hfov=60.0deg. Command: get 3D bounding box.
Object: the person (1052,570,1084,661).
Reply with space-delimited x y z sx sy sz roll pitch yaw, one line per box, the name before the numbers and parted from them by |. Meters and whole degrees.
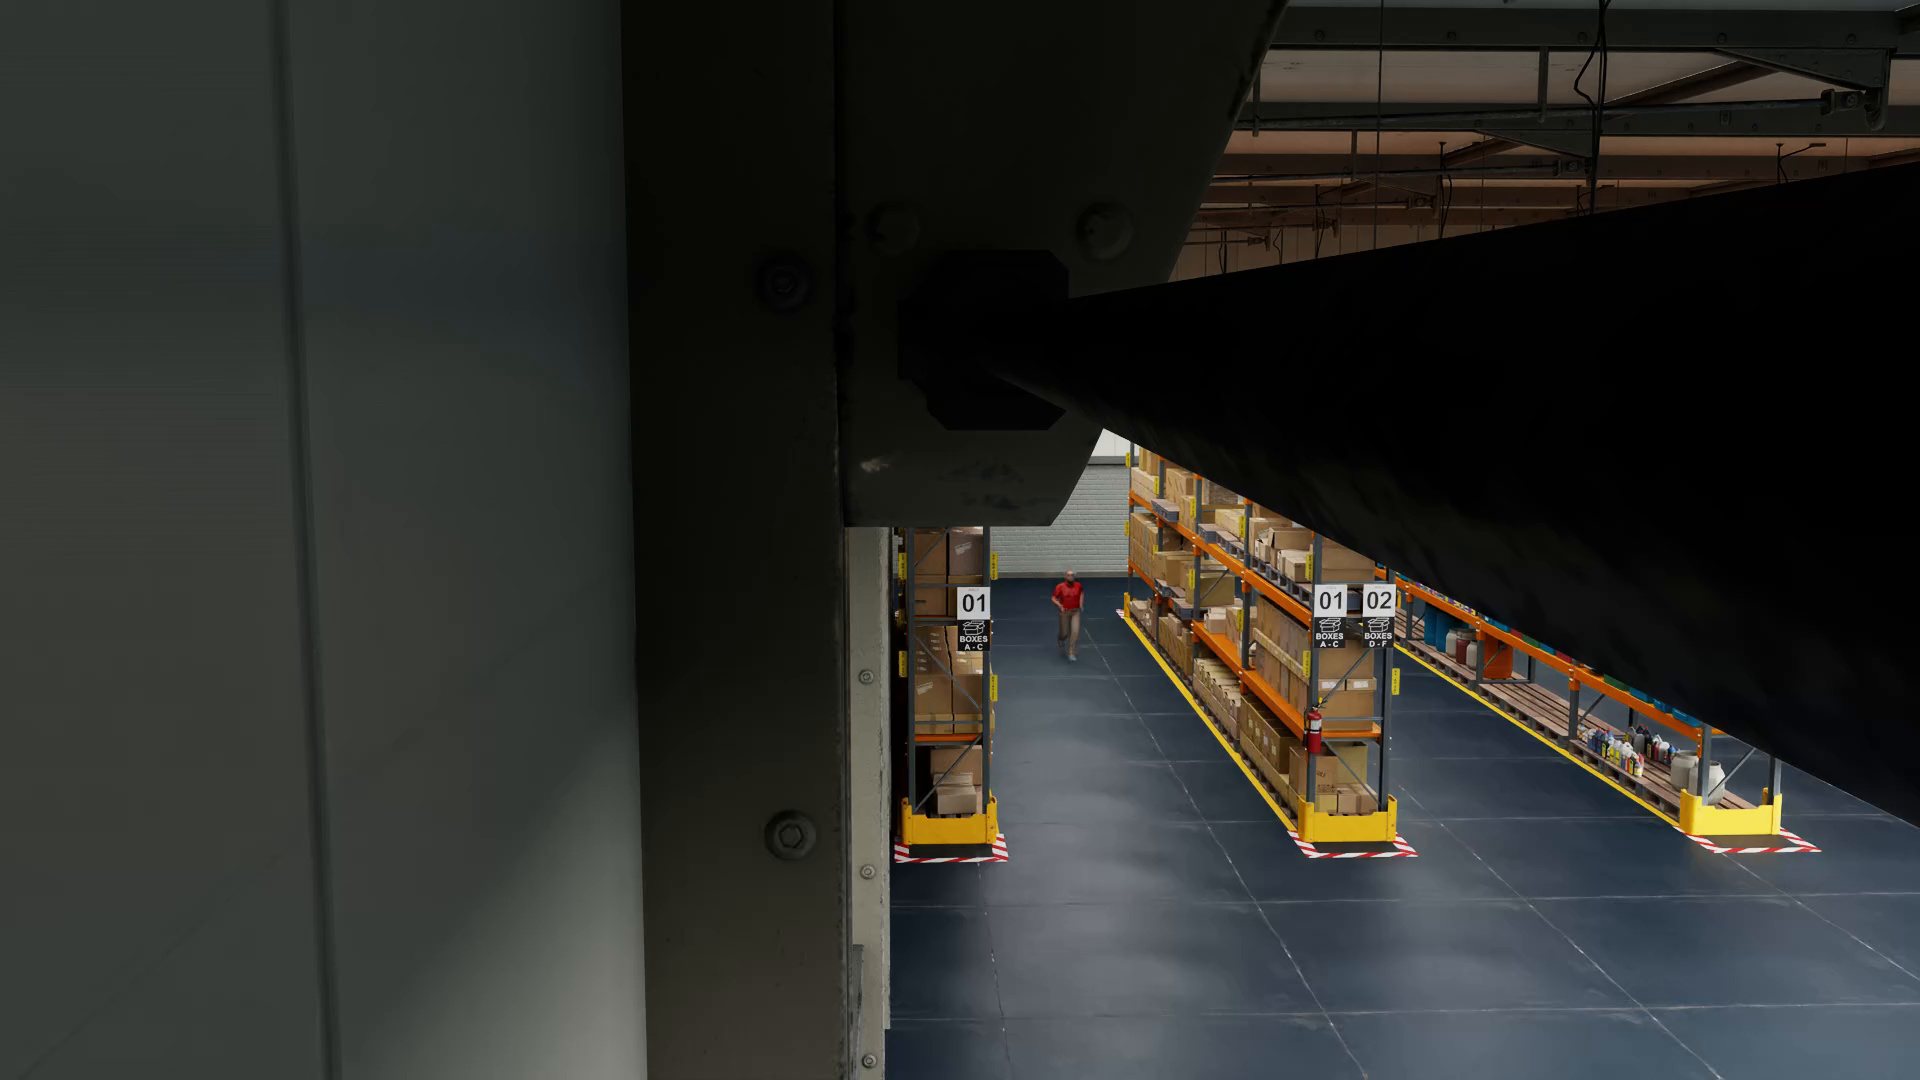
person | 2.092 1.431 31.951 0.672 1.729 0.814 -1 7 -11
